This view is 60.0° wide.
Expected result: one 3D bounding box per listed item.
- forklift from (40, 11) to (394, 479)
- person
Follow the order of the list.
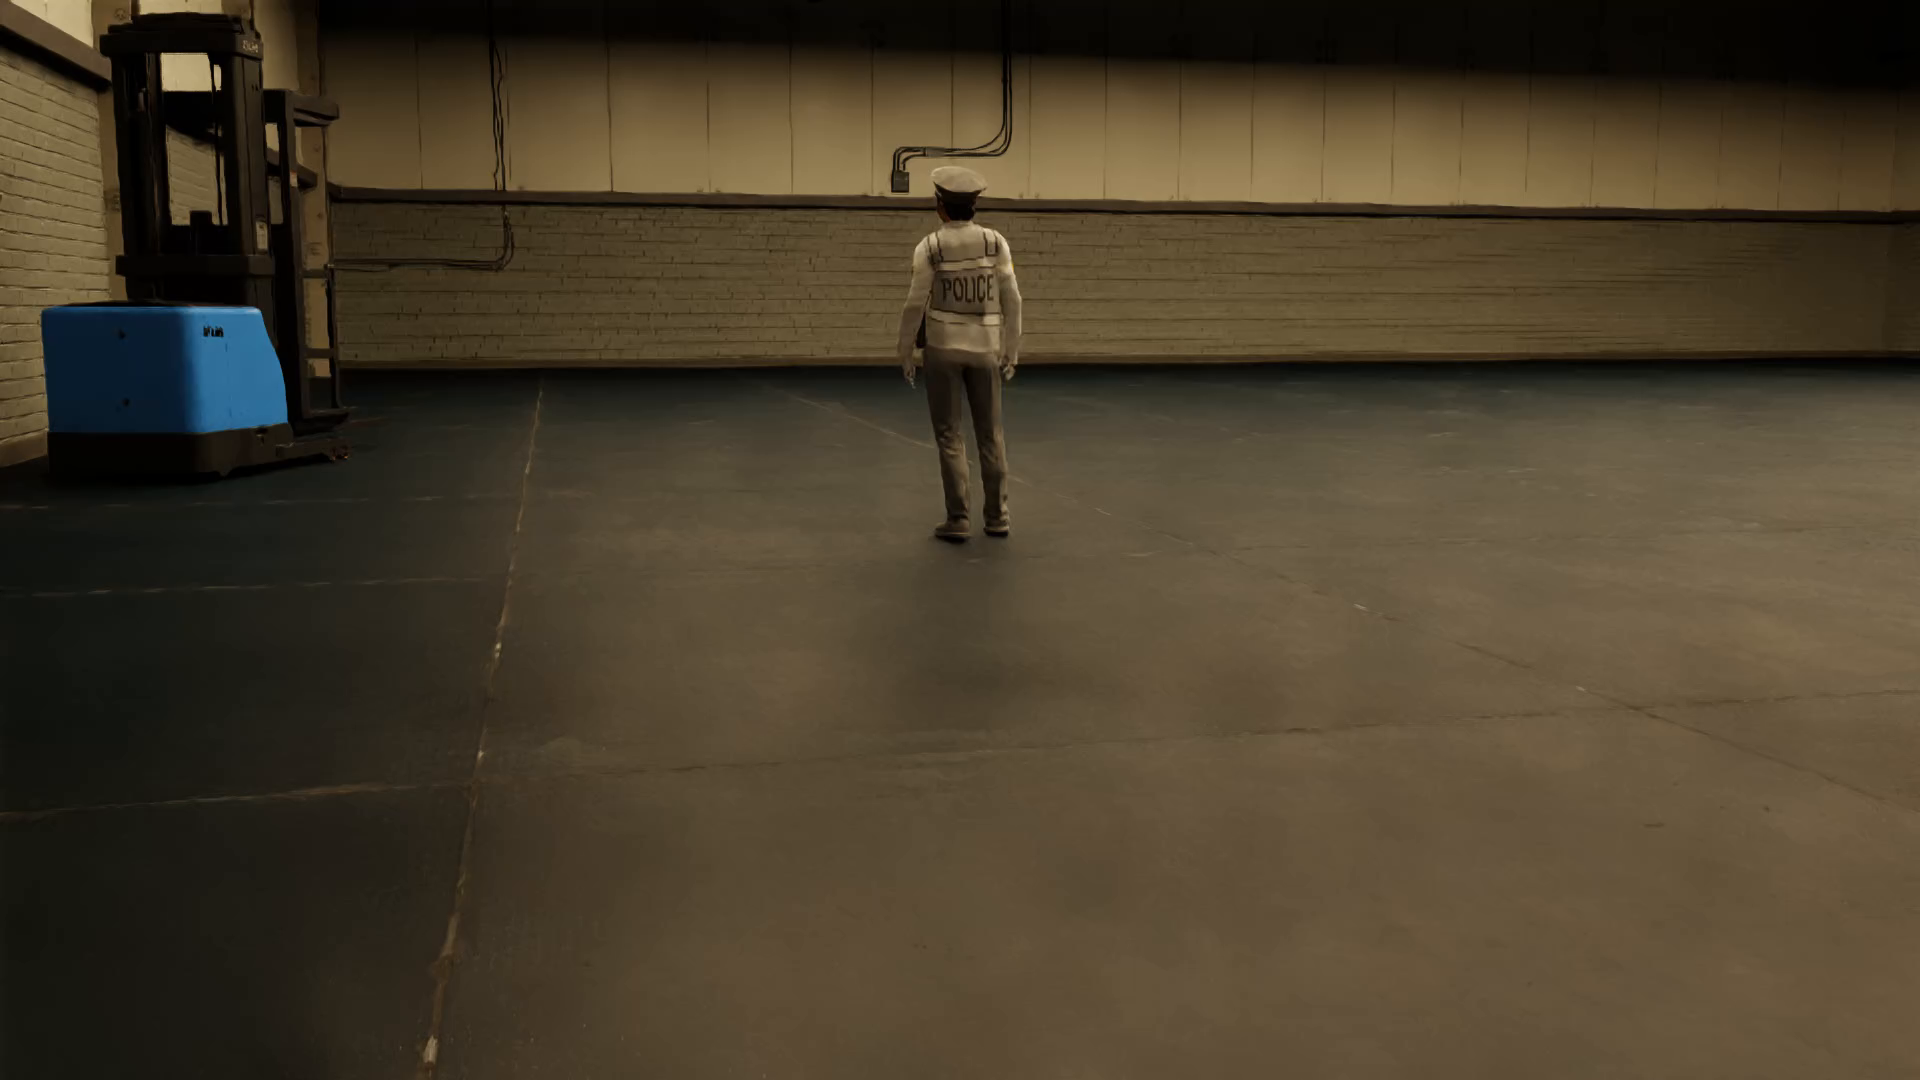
[{"bbox_3d":[-4.944,-2.003,11.442,1.130,2.935,3.031,1,8,6],"label":"forklift"},{"bbox_3d":[-0.009,-0.856,7.655,0.586,1.695,0.532,-2,8,-13],"label":"person"}]
